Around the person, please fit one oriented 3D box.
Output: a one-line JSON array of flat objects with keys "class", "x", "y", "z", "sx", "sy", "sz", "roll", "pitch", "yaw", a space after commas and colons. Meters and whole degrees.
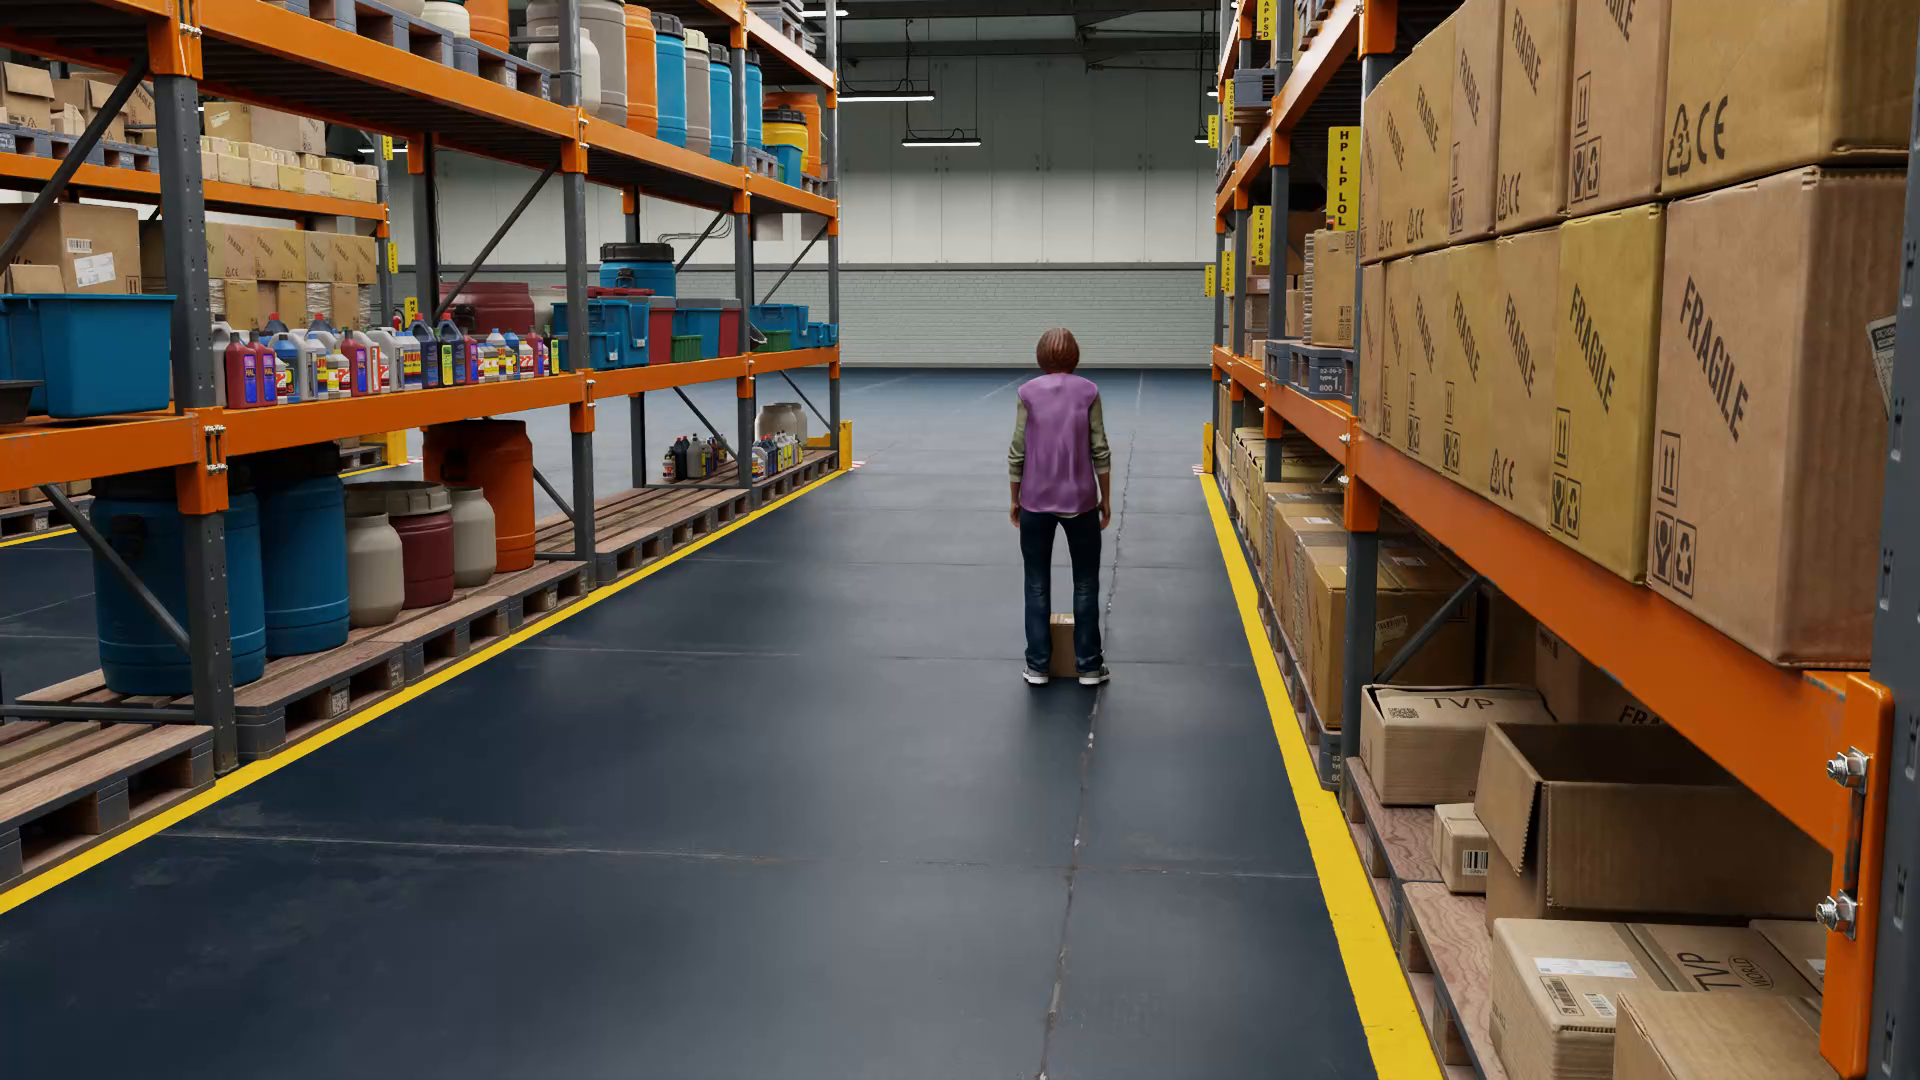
[{"class": "person", "x": 0.443, "y": -0.026, "z": 7.423, "sx": 0.461, "sy": 1.351, "sz": 0.321, "roll": 1, "pitch": 8, "yaw": 7}]
